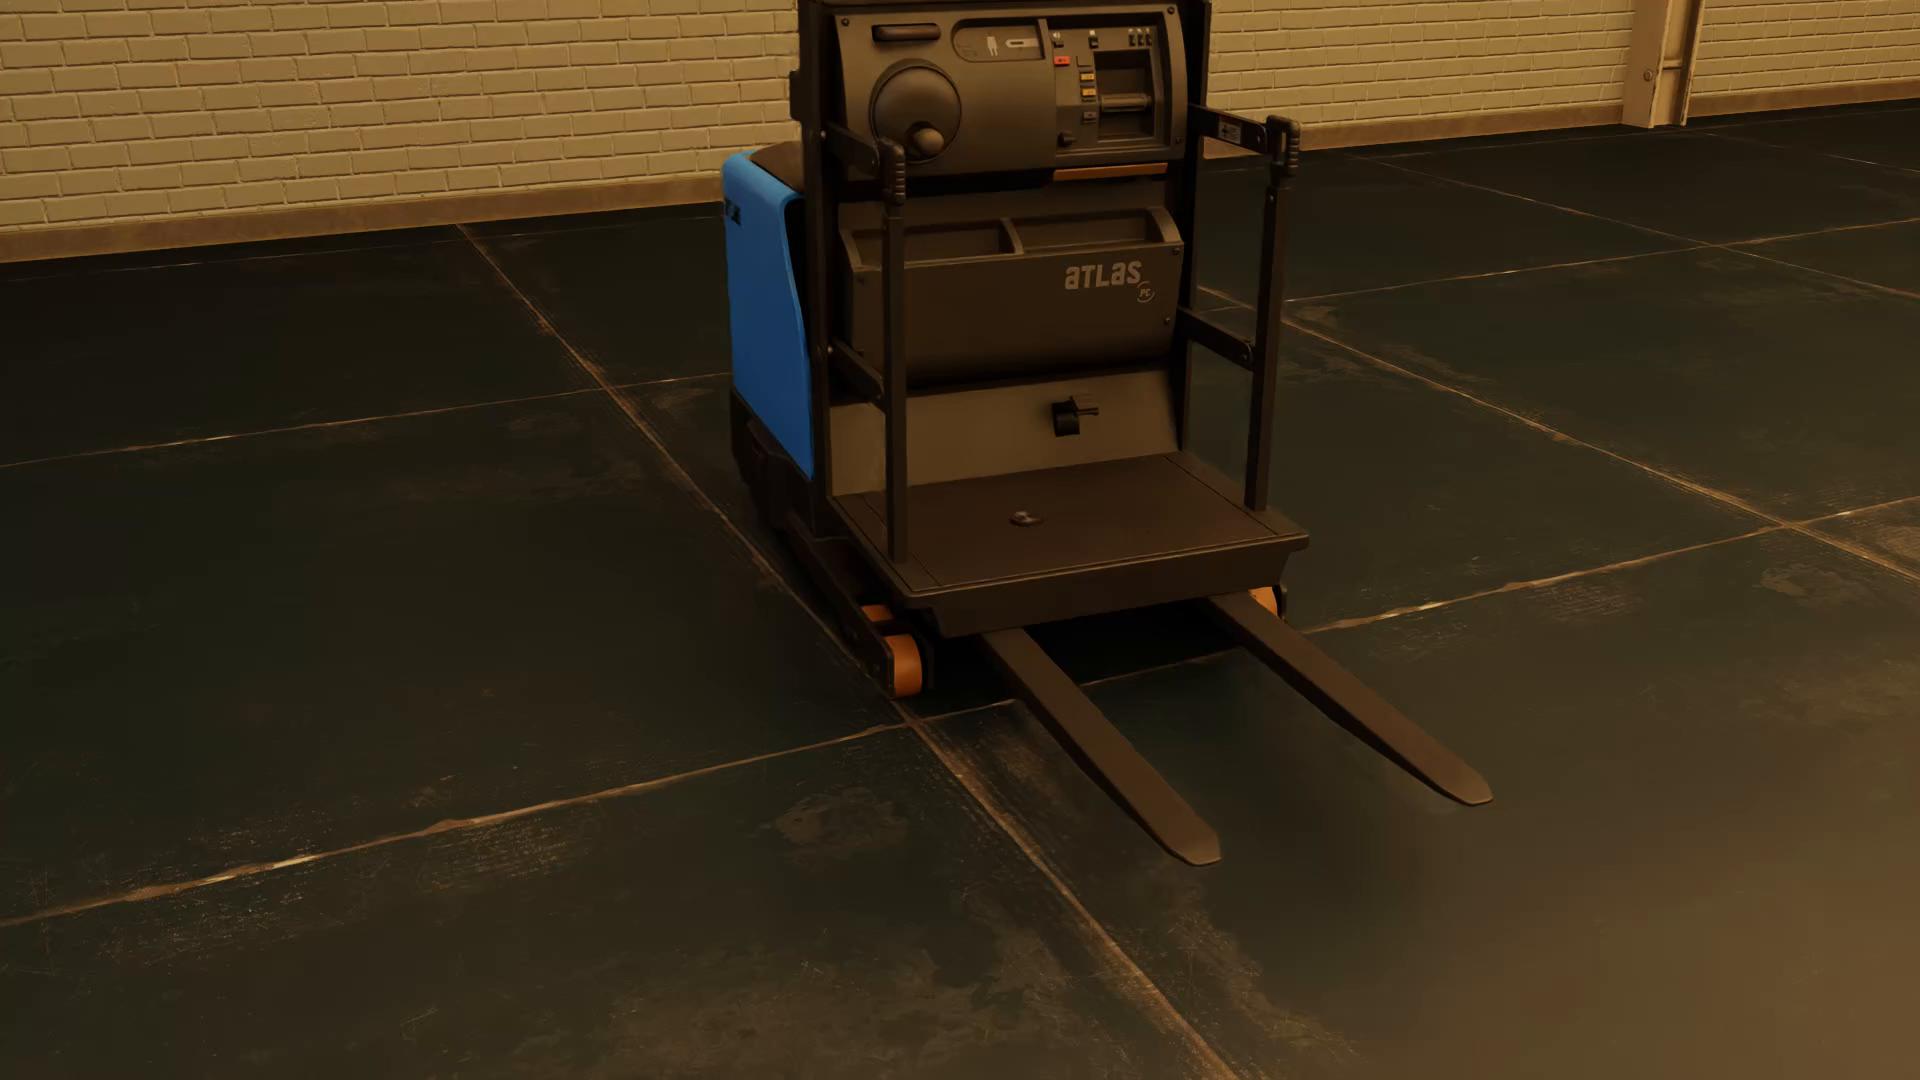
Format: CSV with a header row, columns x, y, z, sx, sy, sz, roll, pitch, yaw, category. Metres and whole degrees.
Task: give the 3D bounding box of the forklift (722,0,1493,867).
x,y,z,sx,sy,sz,roll,pitch,yaw,category
0.218,-1.135,4.017,1.130,2.935,3.031,-8,24,-19,forklift
